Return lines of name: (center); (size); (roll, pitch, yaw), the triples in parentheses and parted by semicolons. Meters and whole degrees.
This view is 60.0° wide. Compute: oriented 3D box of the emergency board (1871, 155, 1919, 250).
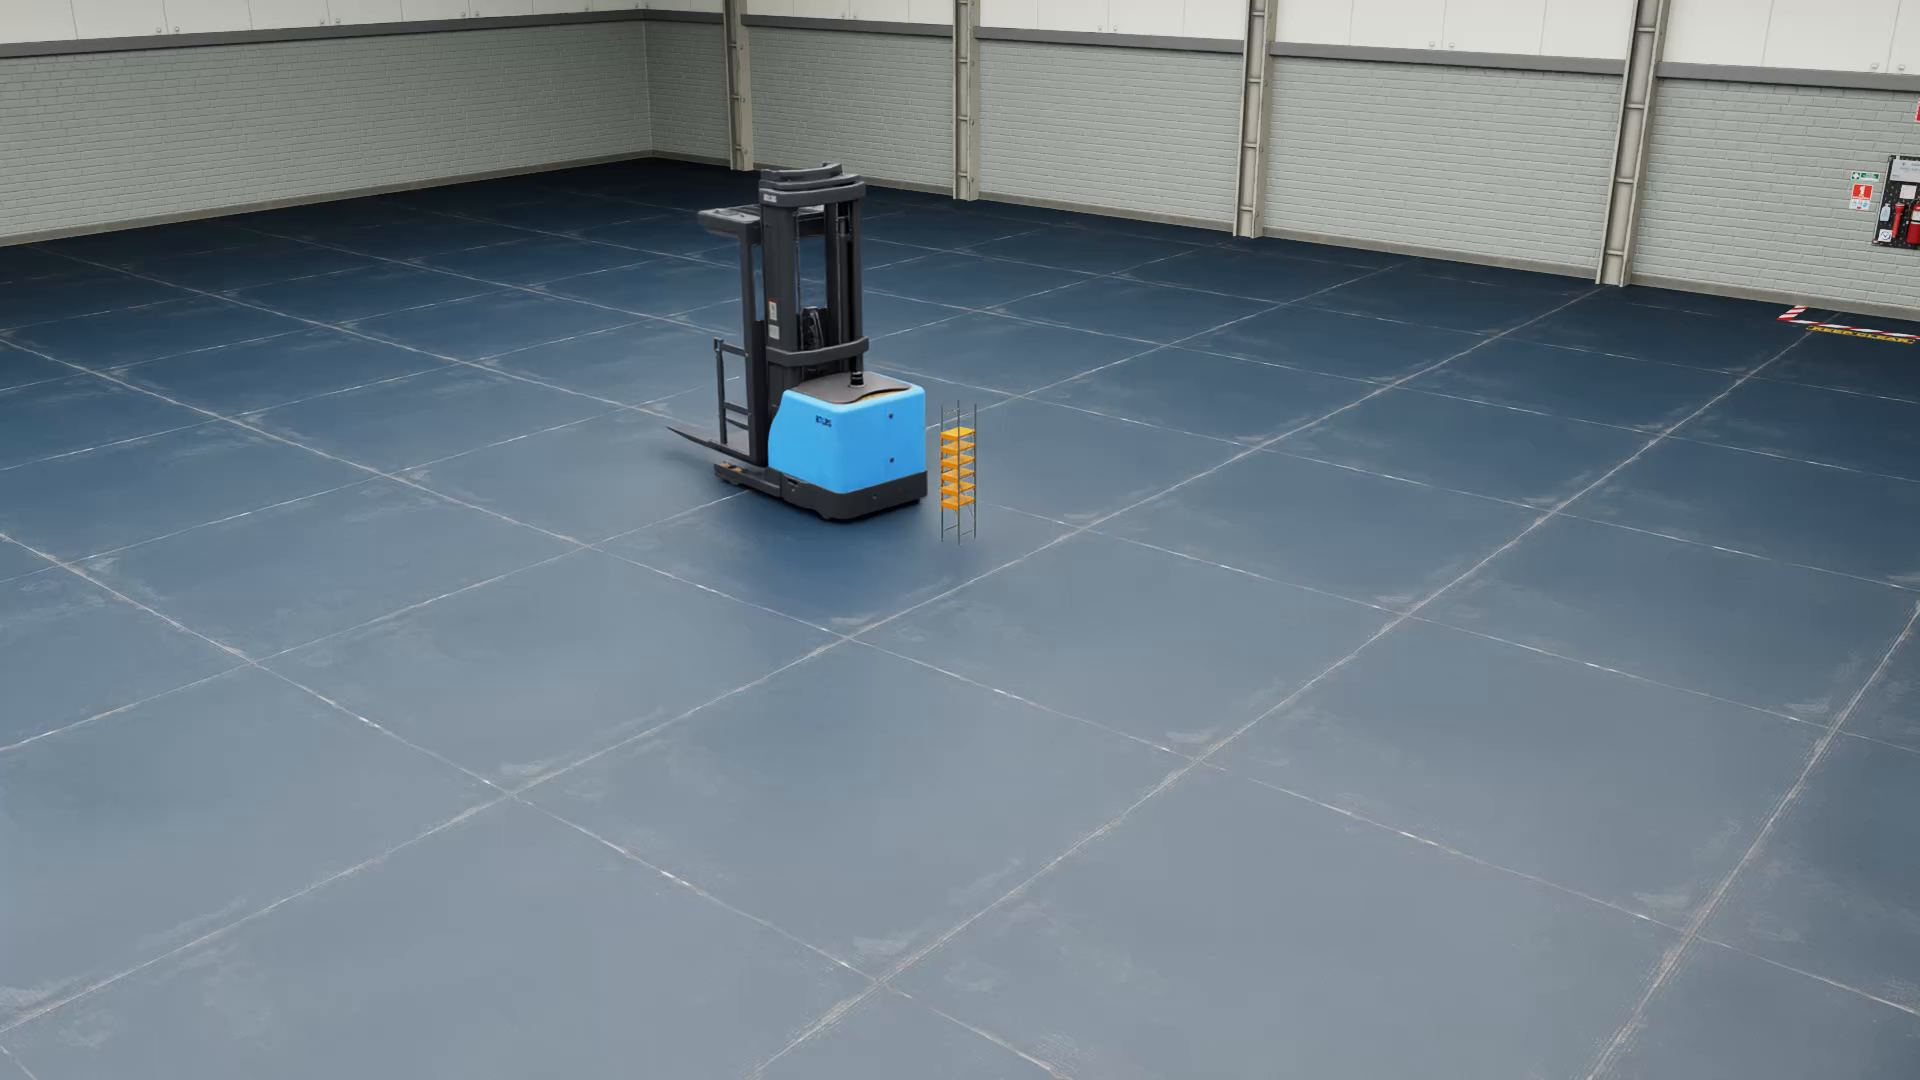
emergency board: (12.173, -4.328, 21.395); (0.643, 1.169, 0.194); (16, 26, 36)

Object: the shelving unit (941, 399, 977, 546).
shelving unit: (-0.011, -0.565, 13.967); (0.189, 1.200, 0.258); (16, 26, 36)

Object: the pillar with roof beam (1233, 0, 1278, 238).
pillar with roof beam: (2.044, -8.073, 22.826); (0.400, 9.000, 9.100); (16, 26, 36)

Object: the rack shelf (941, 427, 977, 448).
rack shelf: (-0.011, -0.860, 13.856); (0.180, 0.103, 0.258); (16, 26, 36)

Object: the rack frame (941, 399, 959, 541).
rack frame: (-0.082, -0.585, 14.021); (0.006, 1.200, 0.240); (16, 26, 36)

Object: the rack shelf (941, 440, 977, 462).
rack shelf: (-0.011, -0.748, 13.898); (0.180, 0.103, 0.258); (16, 26, 36)

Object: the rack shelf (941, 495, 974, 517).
rack shelf: (-0.011, -0.298, 14.068); (0.180, 0.103, 0.258); (16, 26, 36)

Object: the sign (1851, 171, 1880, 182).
sign: (11.808, -4.740, 21.688); (0.331, 0.109, 0.001); (16, 26, 36)

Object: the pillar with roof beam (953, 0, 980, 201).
pillar with roof beam: (-2.604, -9.412, 26.376); (0.400, 9.000, 9.100); (16, 26, 36)

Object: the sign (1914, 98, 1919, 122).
sign: (12.230, -5.441, 21.063); (0.199, 0.298, 0.001); (16, 26, 36)

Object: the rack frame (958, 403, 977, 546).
rack frame: (0.060, -0.544, 13.913); (0.006, 1.200, 0.240); (16, 26, 36)

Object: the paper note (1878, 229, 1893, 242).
paper note: (12.079, -3.974, 21.706); (0.142, 0.148, 0.016); (16, 26, 36)

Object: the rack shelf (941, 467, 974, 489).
rack shelf: (-0.011, -0.523, 13.983); (0.180, 0.103, 0.258); (16, 26, 36)

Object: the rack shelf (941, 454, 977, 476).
rack shelf: (-0.011, -0.635, 13.941); (0.180, 0.103, 0.258); (16, 26, 36)

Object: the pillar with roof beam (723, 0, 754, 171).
pillar with roof beam: (-7.252, -10.751, 29.925); (0.400, 9.000, 9.100); (16, 26, 36)

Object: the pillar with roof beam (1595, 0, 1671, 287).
pillar with roof beam: (6.693, -6.735, 19.276); (0.400, 9.000, 9.100); (16, 26, 36)

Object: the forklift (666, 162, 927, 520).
forklift: (-1.661, -1.985, 15.281); (1.130, 2.935, 3.031); (-18, 27, -39)

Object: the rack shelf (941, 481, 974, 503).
rack shelf: (-0.011, -0.411, 14.025); (0.180, 0.103, 0.258); (16, 26, 36)

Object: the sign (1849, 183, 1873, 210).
sign: (11.810, -4.496, 21.791); (0.234, 0.329, 0.001); (16, 26, 36)
